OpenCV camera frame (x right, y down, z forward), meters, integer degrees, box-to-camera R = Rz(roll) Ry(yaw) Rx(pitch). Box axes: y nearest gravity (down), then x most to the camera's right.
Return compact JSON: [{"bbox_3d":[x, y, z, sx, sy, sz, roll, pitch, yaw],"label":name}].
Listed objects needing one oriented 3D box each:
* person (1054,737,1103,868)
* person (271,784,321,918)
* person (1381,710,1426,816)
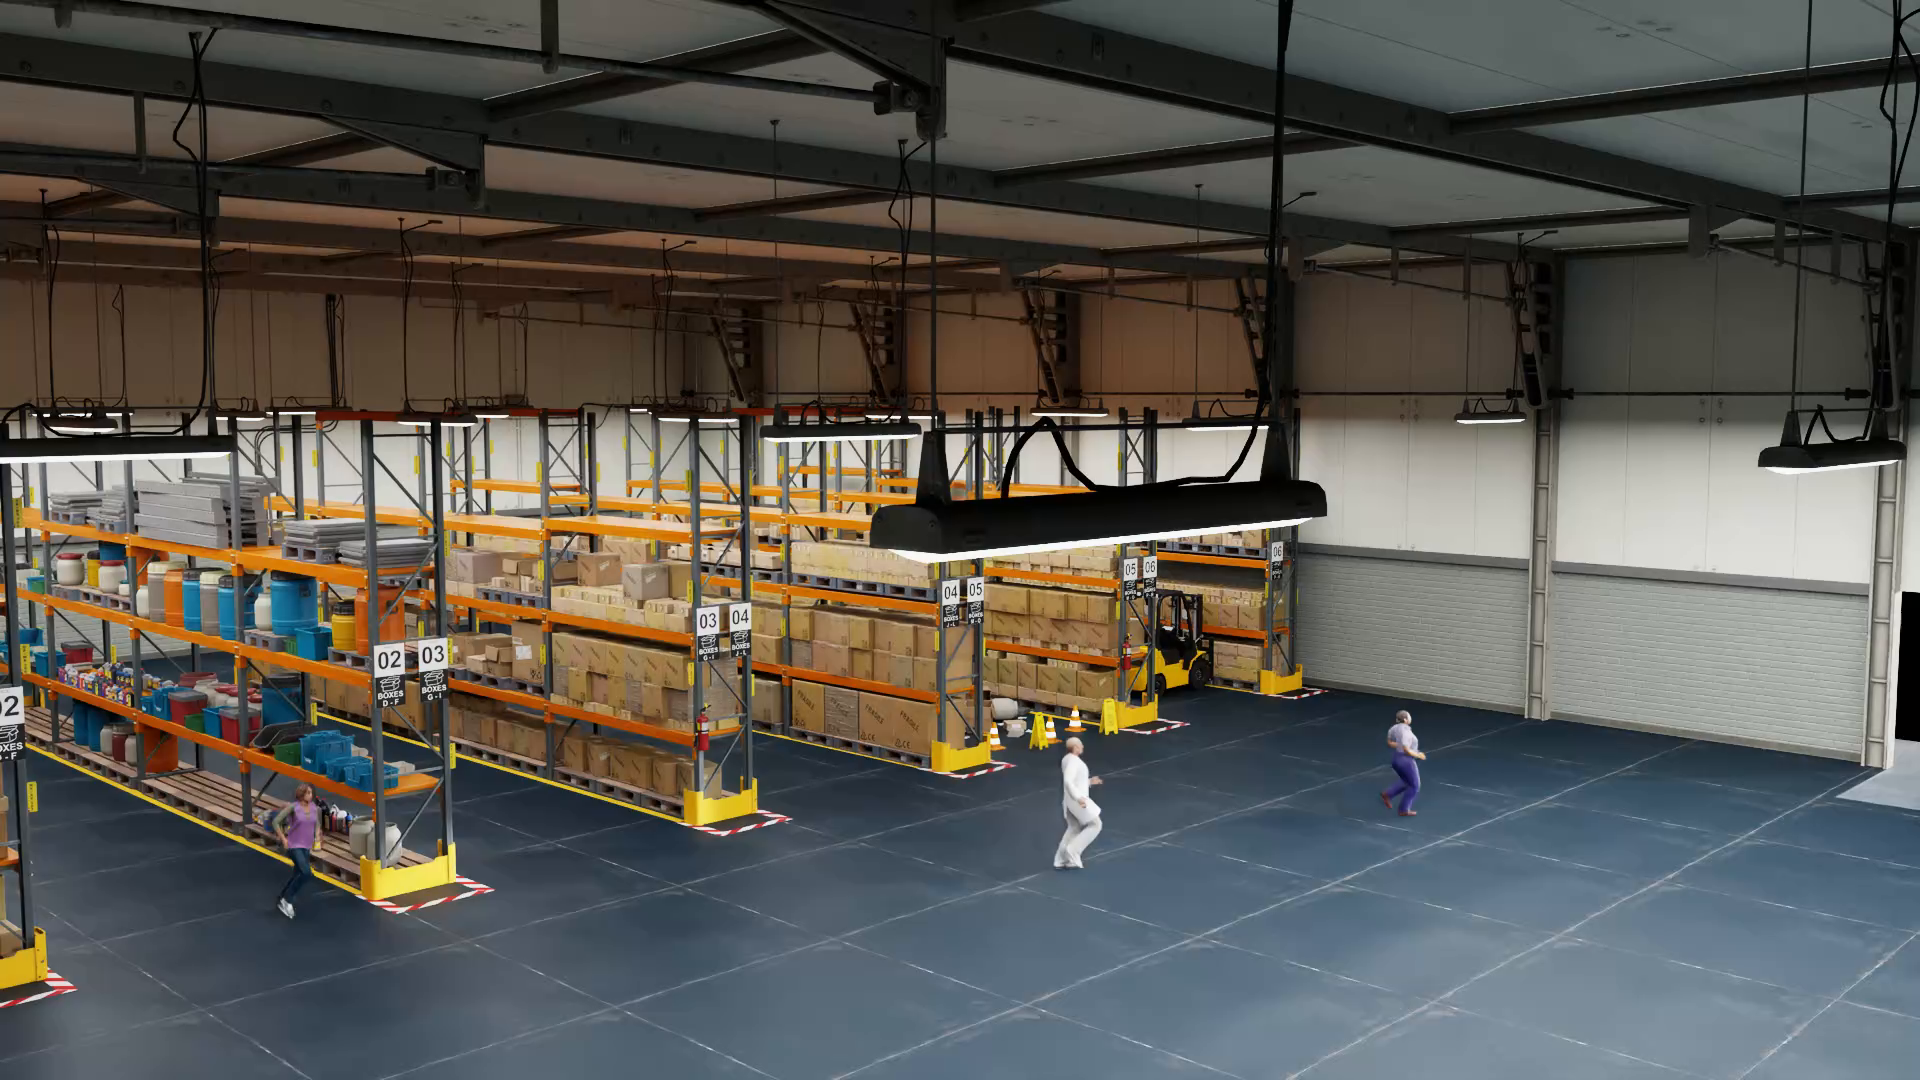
[{"bbox_3d":[1.591,3.487,22.131,0.700,1.742,0.659,-2,5,-17],"label":"person"},{"bbox_3d":[-8.031,3.759,20.248,0.587,1.566,0.548,2,6,25],"label":"person"},{"bbox_3d":[6.643,3.336,24.888,0.555,1.584,0.604,-1,5,-9],"label":"person"}]
